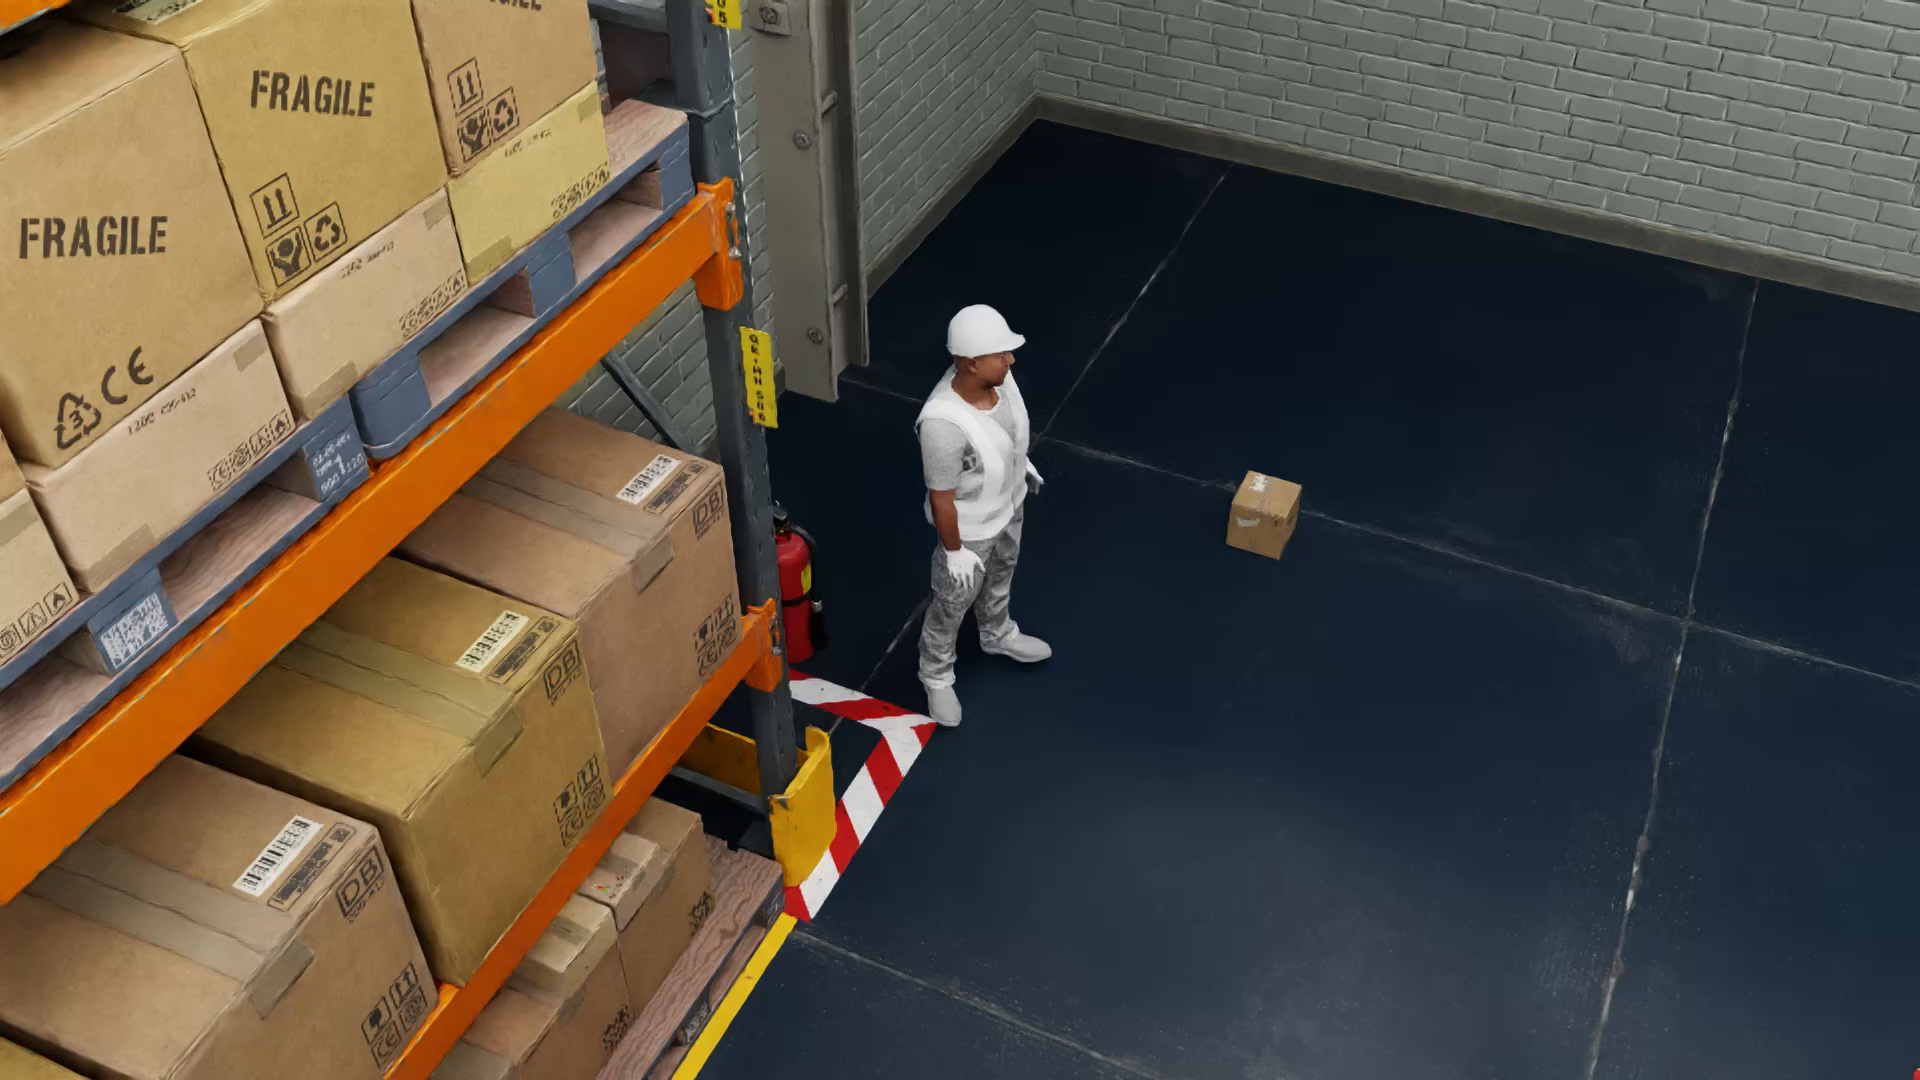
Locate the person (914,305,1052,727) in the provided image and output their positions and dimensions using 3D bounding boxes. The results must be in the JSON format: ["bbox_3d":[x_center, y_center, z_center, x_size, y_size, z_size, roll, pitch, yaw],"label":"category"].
[{"bbox_3d":[0.096,-0.118,6.229,0.429,1.786,0.678,20,45,21],"label":"person"}]
